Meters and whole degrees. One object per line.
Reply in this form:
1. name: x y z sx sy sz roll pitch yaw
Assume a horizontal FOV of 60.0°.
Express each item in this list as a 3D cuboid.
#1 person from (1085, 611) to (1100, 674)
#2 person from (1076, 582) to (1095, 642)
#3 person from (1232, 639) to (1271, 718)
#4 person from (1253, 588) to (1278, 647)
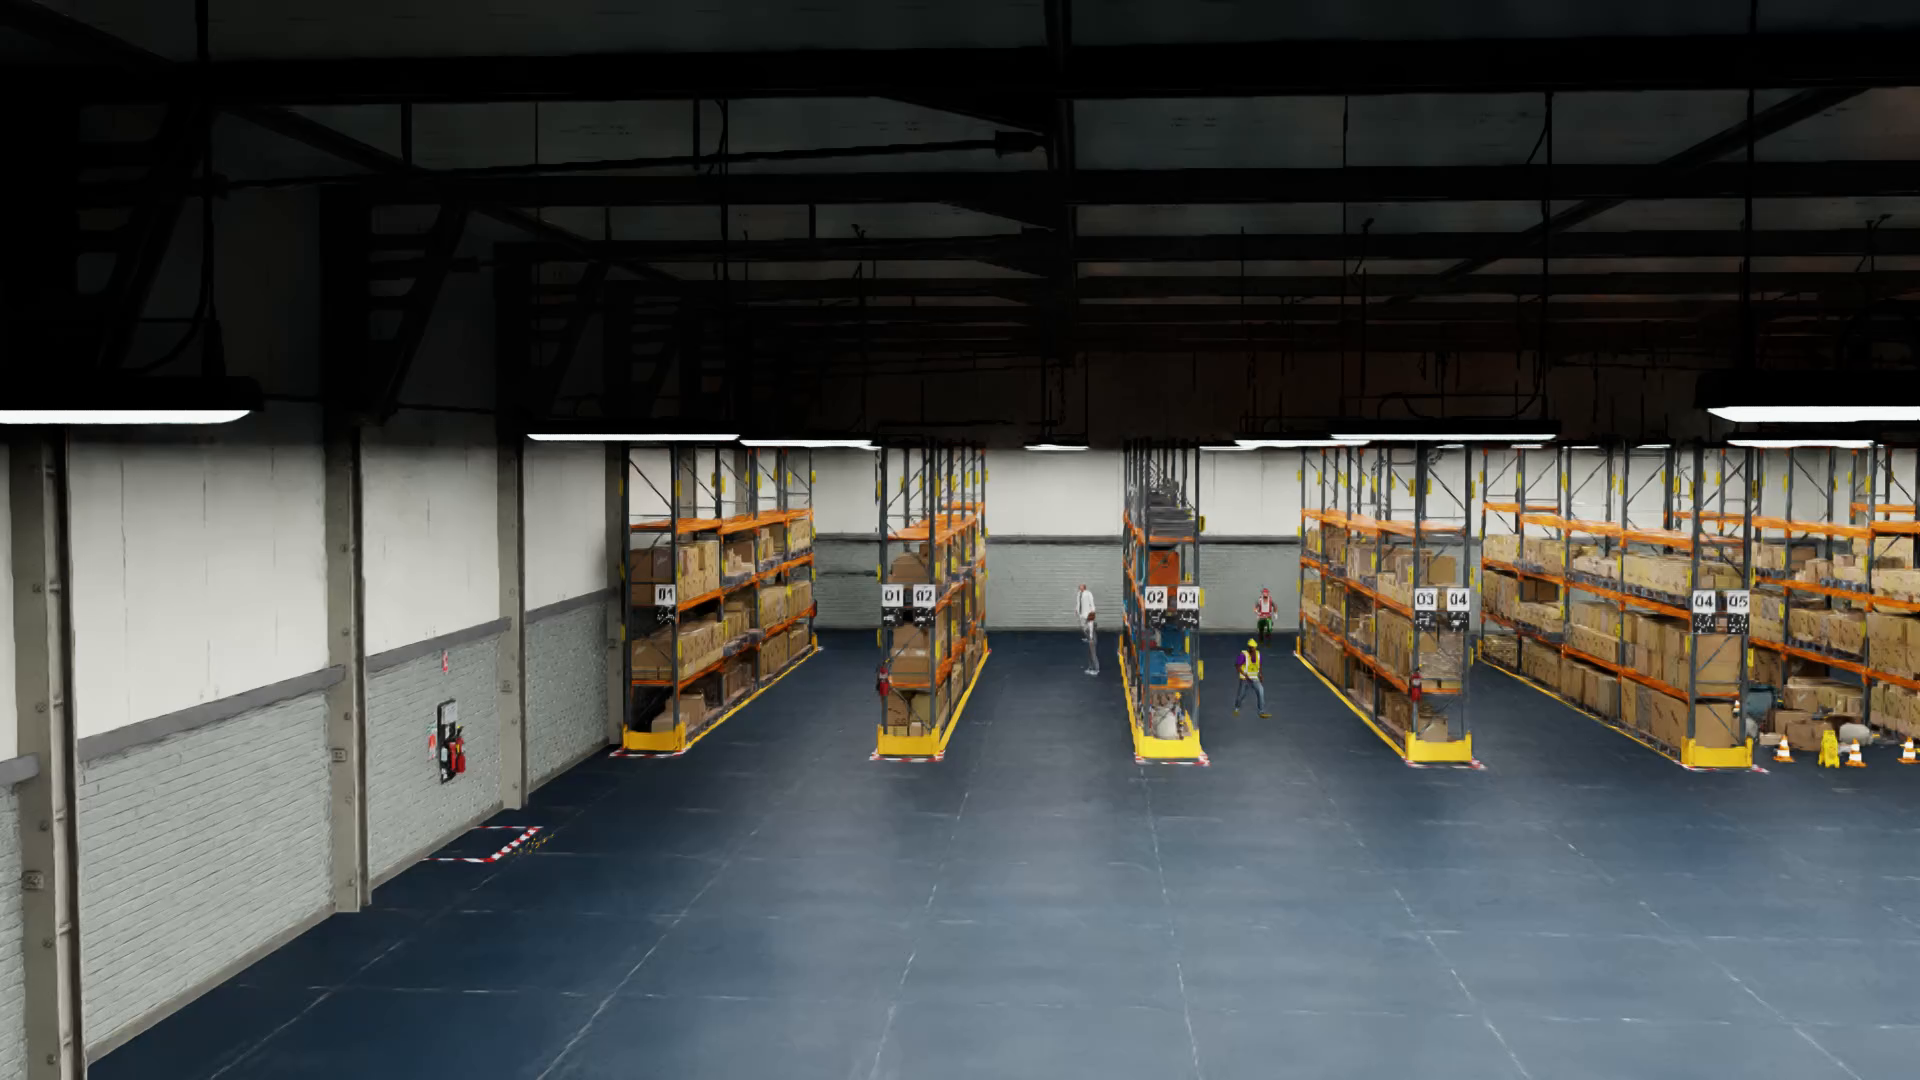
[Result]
1. person: 3.395 2.632 42.774 0.455 1.593 0.594 1 3 16
2. person: 3.771 2.150 50.022 0.537 1.763 0.679 -2 4 -31
3. person: 6.212 2.948 35.725 0.696 1.686 0.836 -1 3 -12
4. person: 8.948 2.256 48.691 0.703 1.722 0.835 1 3 9
